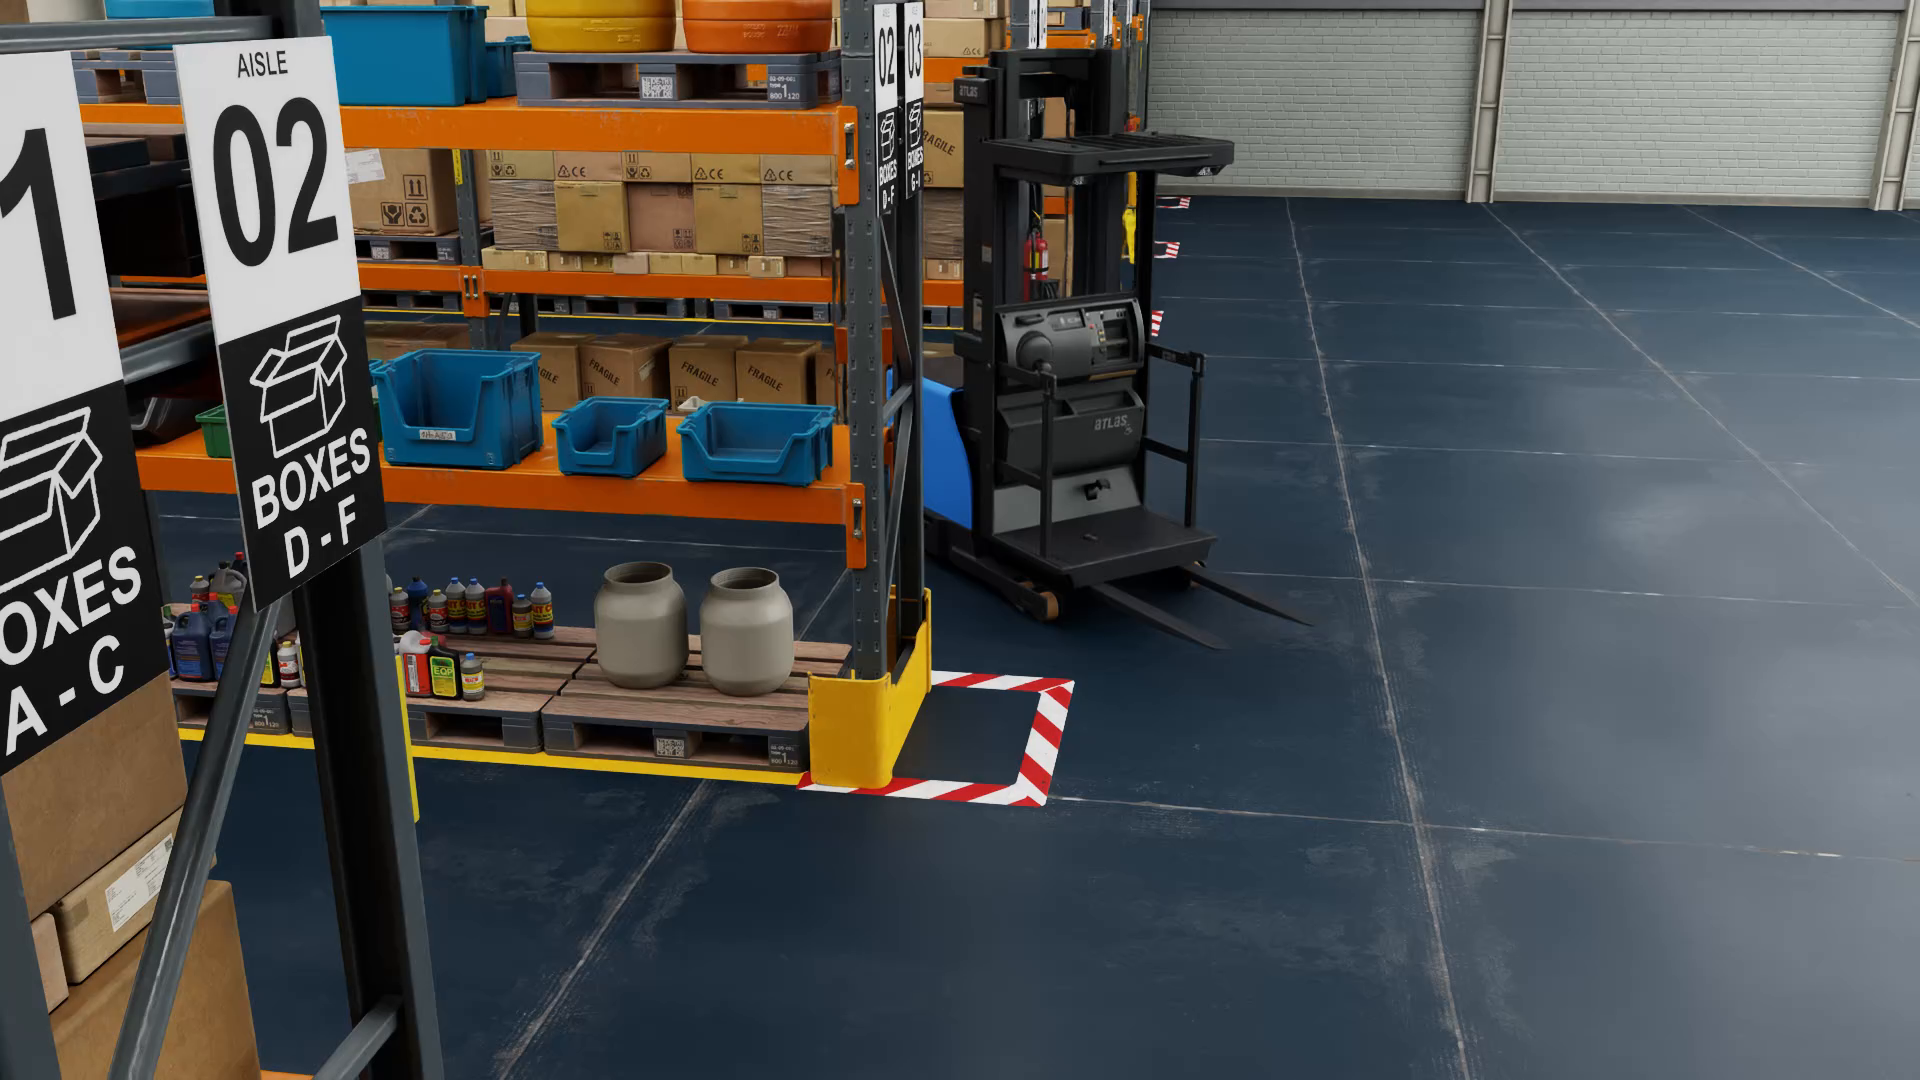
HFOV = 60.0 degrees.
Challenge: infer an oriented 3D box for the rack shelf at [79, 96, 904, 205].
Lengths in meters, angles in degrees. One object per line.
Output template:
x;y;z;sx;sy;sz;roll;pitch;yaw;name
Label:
-2.286;-1.737;7.175;4.000;0.370;1.077;3;19;9;rack shelf

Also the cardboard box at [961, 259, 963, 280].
0.160;-1.938;11.763;0.250;0.149;0.380;3;19;9;cardboard box

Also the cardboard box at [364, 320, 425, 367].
-4.546;-1.399;13.003;0.500;0.500;0.700;3;19;8;cardboard box

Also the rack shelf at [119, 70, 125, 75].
-5.450;-3.490;12.414;4.000;0.370;1.077;3;19;9;rack shelf

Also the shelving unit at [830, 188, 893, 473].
-0.518;-1.167;10.483;0.503;2.100;0.431;1;19;4;shelving unit

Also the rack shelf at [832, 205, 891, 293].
-0.518;-1.818;10.265;0.480;0.518;0.431;1;19;4;rack shelf

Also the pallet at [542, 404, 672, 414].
-2.806;-0.963;12.849;1.213;0.211;1.003;3;19;9;pallet

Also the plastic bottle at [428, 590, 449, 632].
-2.587;0.347;8.256;0.097;0.201;0.097;0;18;0;plastic bottle

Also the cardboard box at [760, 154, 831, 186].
-1.096;-2.769;11.650;0.500;0.500;0.500;3;19;9;cardboard box

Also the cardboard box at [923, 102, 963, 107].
-0.025;-2.883;11.989;0.500;0.500;0.500;3;19;9;cardboard box

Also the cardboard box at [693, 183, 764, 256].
-1.556;-2.387;12.083;0.500;0.500;0.875;3;19;9;cardboard box

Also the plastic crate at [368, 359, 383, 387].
-3.125;-0.716;7.949;0.616;0.251;0.499;3;19;9;plastic crate

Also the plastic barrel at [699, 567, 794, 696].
-0.973;0.416;7.591;0.421;0.512;0.421;0;18;0;plastic barrel

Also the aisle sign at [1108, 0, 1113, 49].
1.479;-4.979;16.360;0.004;0.787;0.394;3;19;9;aisle sign

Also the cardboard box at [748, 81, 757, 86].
-2.230;-4.411;16.821;0.550;0.550;0.875;3;19;9;cardboard box

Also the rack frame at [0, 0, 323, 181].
-1.100;-1.849;1.646;0.127;3.000;1.000;3;19;9;rack frame

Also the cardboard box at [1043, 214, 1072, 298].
0.681;-2.861;16.813;0.875;0.875;0.875;3;19;9;cardboard box

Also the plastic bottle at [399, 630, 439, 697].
-2.438;0.551;7.527;0.135;0.276;0.152;3;19;9;plastic bottle

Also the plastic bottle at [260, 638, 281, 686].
-3.187;0.524;7.596;0.133;0.283;0.061;4;19;11;plastic bottle

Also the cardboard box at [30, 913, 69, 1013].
-1.508;0.682;2.358;0.250;0.149;0.380;3;19;8;cardboard box

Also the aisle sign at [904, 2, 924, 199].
-0.194;-1.876;7.086;0.004;0.787;0.394;3;19;9;aisle sign

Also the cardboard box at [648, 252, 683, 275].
-2.072;-2.029;12.036;0.250;0.149;0.380;3;19;9;cardboard box

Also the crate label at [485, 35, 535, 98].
-2.107;-2.105;7.374;0.408;0.251;0.502;3;19;9;crate label

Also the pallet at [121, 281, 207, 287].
-8.510;-2.838;18.452;1.213;0.211;1.003;3;19;9;pallet

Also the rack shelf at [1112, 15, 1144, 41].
0.855;-7.949;25.739;4.000;0.370;1.077;3;19;9;rack shelf

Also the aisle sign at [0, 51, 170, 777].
-1.082;-0.141;1.901;0.004;0.787;0.394;3;19;9;aisle sign

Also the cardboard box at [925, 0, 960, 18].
-0.088;-3.614;11.256;0.250;0.149;0.380;2;19;7;cardboard box

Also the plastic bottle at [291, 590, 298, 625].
-3.389;0.243;8.332;0.185;0.351;0.144;2;19;6;plastic bottle

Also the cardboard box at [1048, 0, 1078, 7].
0.979;-5.116;15.716;0.250;0.149;0.380;3;19;9;cardboard box

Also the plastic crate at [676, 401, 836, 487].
-0.853;-0.416;7.054;0.616;0.251;0.499;3;19;9;plastic crate

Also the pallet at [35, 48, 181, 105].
-3.533;-2.084;7.374;1.003;0.211;1.213;3;19;9;pallet

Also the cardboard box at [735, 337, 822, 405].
-1.350;-1.214;12.482;0.500;0.500;0.500;5;19;14;cardboard box

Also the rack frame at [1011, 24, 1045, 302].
0.474;-2.107;11.873;0.127;3.000;1.000;3;19;9;rack frame

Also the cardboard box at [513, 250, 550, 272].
-3.066;-2.068;12.151;0.250;0.149;0.380;3;19;9;cardboard box

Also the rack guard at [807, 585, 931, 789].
-0.394;0.641;7.600;0.348;0.500;1.175;3;19;9;rack guard

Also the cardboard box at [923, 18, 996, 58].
-0.042;-3.403;11.256;0.500;0.250;0.500;3;19;10;cardboard box

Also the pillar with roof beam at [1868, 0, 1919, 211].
13.451;-7.977;19.961;0.400;9.000;9.100;3;19;9;pillar with roof beam

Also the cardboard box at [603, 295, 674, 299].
-3.216;-2.993;17.403;0.750;0.750;1.050;3;19;8;cardboard box

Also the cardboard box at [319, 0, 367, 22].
-4.419;-3.882;12.001;0.258;0.266;0.396;4;19;11;cardboard box

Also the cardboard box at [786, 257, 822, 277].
-1.076;-1.995;11.935;0.250;0.149;0.380;3;19;9;cardboard box

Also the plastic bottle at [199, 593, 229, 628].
-3.506;0.416;7.813;0.185;0.351;0.144;3;19;9;plastic bottle

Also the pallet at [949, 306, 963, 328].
0.559;-2.349;16.991;1.213;0.211;1.003;3;19;9;pallet

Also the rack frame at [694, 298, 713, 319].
-2.588;-3.857;17.104;0.127;3.000;1.000;3;19;9;rack frame

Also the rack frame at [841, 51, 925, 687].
-0.311;-0.555;7.236;0.127;3.000;1.000;3;19;9;rack frame

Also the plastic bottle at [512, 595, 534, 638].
-2.154;0.369;8.190;0.097;0.201;0.097;0;18;0;plastic bottle

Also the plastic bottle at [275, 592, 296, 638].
-3.388;0.326;8.201;0.135;0.276;0.152;3;19;9;plastic bottle

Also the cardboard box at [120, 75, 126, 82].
-11.315;-6.325;22.747;0.500;0.500;0.500;3;19;9;cardboard box

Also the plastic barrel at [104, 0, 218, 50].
-3.295;-2.532;6.965;0.708;0.901;0.600;3;19;9;plastic barrel

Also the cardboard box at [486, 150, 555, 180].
-3.071;-2.869;11.947;0.500;0.500;0.500;3;19;9;cardboard box

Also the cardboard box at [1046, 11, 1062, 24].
1.142;-6.472;20.586;0.250;0.149;0.380;3;19;10;cardboard box

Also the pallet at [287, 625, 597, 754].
-2.396;0.673;7.958;1.213;0.211;1.003;3;19;9;pallet

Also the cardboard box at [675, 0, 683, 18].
-1.909;-3.682;11.461;0.250;0.149;0.380;3;19;8;cardboard box

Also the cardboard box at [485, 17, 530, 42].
-3.071;-3.557;11.715;0.500;0.250;0.500;2;19;7;cardboard box

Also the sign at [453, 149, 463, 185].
-3.559;-2.683;11.771;0.005;0.325;0.100;3;19;9;sign

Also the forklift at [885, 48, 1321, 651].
0.738;-1.114;9.014;1.130;2.935;3.031;-11;21;-30;forklift
